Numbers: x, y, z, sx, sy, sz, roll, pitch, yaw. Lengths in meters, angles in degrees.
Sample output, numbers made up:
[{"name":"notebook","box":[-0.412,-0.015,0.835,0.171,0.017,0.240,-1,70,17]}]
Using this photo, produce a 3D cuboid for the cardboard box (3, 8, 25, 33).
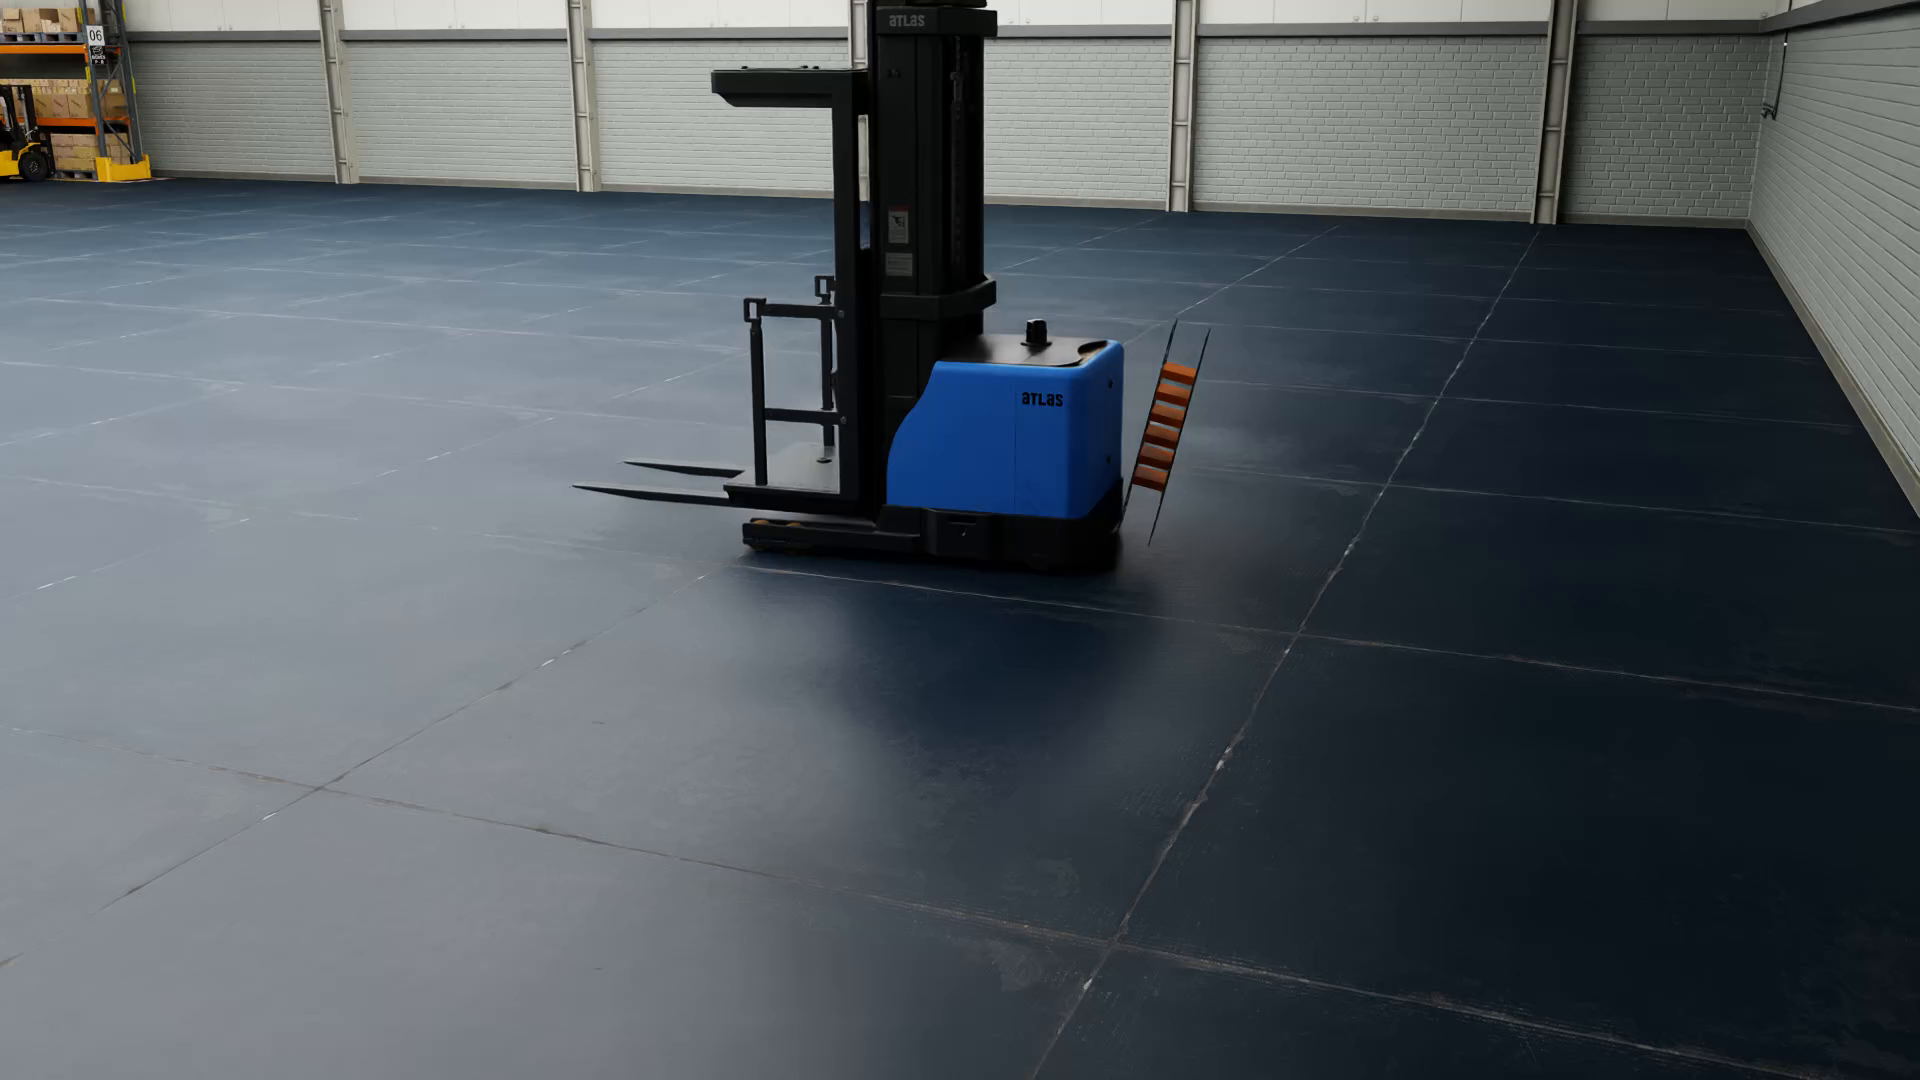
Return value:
[{"name":"cardboard box","box":[-20.160,-11.222,35.949,0.637,0.503,0.797,7,18,22]}]

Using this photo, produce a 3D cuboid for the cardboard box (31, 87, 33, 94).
[{"name":"cardboard box","box":[-20.039,-9.795,36.192,0.250,0.149,0.380,6,17,20]}]

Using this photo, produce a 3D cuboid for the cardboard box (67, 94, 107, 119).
[{"name":"cardboard box","box":[-18.766,-9.329,35.750,0.500,0.500,0.500,6,17,19]}]

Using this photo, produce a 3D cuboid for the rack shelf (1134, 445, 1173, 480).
[{"name":"rack shelf","box":[1.060,-0.426,9.041,0.180,0.103,0.258,16,19,8]}]

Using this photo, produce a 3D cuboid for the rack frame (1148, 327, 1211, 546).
[{"name":"rack frame","box":[1.184,-0.553,8.977,0.006,1.200,0.240,16,19,8]}]

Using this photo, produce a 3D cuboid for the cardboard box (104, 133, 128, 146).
[{"name":"cardboard box","box":[-18.590,-8.759,36.349,0.500,0.250,0.500,6,17,20]}]

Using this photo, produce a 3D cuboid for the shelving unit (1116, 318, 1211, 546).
[{"name":"shelving unit","box":[1.097,-0.578,8.989,0.189,1.200,0.258,16,19,8]}]

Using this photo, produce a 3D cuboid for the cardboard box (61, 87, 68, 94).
[{"name":"cardboard box","box":[-19.105,-9.682,35.803,0.250,0.149,0.380,7,17,22]}]

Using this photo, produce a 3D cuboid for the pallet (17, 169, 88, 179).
[{"name":"pallet","box":[-20.070,-8.153,36.878,1.213,0.211,1.003,6,17,21]}]

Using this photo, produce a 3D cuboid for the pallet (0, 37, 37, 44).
[{"name":"pallet","box":[-21.130,-11.026,36.552,1.213,0.211,1.003,6,17,21]}]

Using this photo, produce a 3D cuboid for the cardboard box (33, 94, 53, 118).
[{"name":"cardboard box","box":[-19.722,-9.437,36.122,0.500,0.500,0.500,6,17,20]}]

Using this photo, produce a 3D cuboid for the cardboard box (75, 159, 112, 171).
[{"name":"cardboard box","box":[-18.765,-8.147,36.034,0.500,0.250,0.500,6,17,21]}]

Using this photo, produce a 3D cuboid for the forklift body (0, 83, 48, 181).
[{"name":"forklift body","box":[-20.645,-8.612,34.982,1.214,2.155,2.313,6,17,21]}]

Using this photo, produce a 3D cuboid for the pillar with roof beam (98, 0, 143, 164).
[{"name":"pillar with roof beam","box":[-20.109,-11.369,32.194,0.400,9.000,9.100,6,17,21]}]

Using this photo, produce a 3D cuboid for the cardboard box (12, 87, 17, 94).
[{"name":"cardboard box","box":[-20.553,-9.829,36.307,0.250,0.149,0.380,6,17,19]}]

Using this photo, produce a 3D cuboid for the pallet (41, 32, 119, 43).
[{"name":"pallet","box":[-18.860,-10.776,35.692,1.213,0.211,1.003,6,17,21]}]

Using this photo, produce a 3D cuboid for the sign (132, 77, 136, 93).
[{"name":"sign","box":[-18.003,-9.896,36.187,0.005,0.325,0.100,6,17,21]}]

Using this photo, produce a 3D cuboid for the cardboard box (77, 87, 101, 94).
[{"name":"cardboard box","box":[-18.637,-9.622,35.593,0.250,0.149,0.380,7,17,21]}]

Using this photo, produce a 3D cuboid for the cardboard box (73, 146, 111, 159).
[{"name":"cardboard box","box":[-18.780,-8.389,35.973,0.500,0.250,0.500,6,17,20]}]

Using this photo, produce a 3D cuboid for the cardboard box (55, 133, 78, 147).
[{"name":"cardboard box","box":[-19.232,-8.678,36.069,0.500,0.250,0.500,7,17,22]}]

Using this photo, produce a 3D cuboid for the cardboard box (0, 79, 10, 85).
[{"name":"cardboard box","box":[-20.775,-10.002,36.369,0.250,0.149,0.380,6,17,20]}]

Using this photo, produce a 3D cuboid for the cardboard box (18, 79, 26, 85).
[{"name":"cardboard box","box":[-20.280,-9.969,36.257,0.250,0.149,0.380,6,17,21]}]

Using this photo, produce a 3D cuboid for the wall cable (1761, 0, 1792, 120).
[{"name":"wall cable","box":[11.634,-7.281,23.682,0.112,2.526,3.097,6,17,21]}]

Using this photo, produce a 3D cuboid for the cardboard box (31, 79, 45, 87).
[{"name":"cardboard box","box":[-19.847,-9.888,35.978,0.250,0.149,0.380,7,17,22]}]

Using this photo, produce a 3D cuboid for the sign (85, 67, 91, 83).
[{"name":"sign","box":[-18.424,-9.830,35.151,0.005,0.325,0.100,6,17,21]}]

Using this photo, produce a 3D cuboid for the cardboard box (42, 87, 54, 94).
[{"name":"cardboard box","box":[-19.597,-9.726,35.952,0.250,0.149,0.380,6,17,19]}]

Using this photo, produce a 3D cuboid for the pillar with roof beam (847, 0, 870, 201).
[{"name":"pillar with roof beam","box":[-3.364,-9.527,25.851,0.400,9.000,9.100,6,17,21]}]

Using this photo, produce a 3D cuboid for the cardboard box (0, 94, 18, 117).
[{"name":"cardboard box","box":[-20.654,-9.543,36.485,0.500,0.500,0.500,6,17,20]}]

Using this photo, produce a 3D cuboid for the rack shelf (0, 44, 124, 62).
[{"name":"rack shelf","box":[-20.073,-10.599,36.212,4.000,0.370,1.077,6,17,21]}]

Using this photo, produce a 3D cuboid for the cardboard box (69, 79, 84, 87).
[{"name":"cardboard box","box":[-18.863,-9.801,35.677,0.250,0.149,0.380,6,17,21]}]

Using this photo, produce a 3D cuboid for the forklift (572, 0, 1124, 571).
[{"name":"forklift","box":[-0.664,-1.468,8.973,3.031,2.935,1.130,5,17,16]}]

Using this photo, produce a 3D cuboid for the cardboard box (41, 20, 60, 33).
[{"name":"cardboard box","box":[-19.330,-10.957,35.464,0.258,0.266,0.396,6,17,21]}]

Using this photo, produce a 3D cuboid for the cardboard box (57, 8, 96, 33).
[{"name":"cardboard box","box":[-18.713,-11.020,35.259,0.500,0.500,0.500,7,18,22]}]

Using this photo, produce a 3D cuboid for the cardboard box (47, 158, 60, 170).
[{"name":"cardboard box","box":[-19.686,-8.253,36.402,0.500,0.250,0.500,6,17,21]}]

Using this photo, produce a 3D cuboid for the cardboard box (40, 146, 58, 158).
[{"name":"cardboard box","box":[-19.730,-8.491,36.322,0.500,0.250,0.500,6,17,19]}]

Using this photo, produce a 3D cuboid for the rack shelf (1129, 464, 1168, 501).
[{"name":"rack shelf","box":[1.034,-0.316,9.079,0.180,0.103,0.258,16,19,8]}]

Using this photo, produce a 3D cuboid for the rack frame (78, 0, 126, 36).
[{"name":"rack frame","box":[-18.212,-12.180,34.989,0.127,3.000,1.000,6,17,21]}]

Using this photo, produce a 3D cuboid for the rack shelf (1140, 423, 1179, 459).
[{"name":"rack shelf","box":[1.087,-0.537,9.003,0.180,0.103,0.258,16,19,8]}]

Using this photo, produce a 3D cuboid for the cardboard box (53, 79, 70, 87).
[{"name":"cardboard box","box":[-19.321,-9.865,35.899,0.250,0.149,0.380,6,17,21]}]

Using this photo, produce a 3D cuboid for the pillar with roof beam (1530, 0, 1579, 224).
[{"name":"pillar with roof beam","box":[7.799,-8.300,21.623,0.400,9.000,9.100,6,17,21]}]
